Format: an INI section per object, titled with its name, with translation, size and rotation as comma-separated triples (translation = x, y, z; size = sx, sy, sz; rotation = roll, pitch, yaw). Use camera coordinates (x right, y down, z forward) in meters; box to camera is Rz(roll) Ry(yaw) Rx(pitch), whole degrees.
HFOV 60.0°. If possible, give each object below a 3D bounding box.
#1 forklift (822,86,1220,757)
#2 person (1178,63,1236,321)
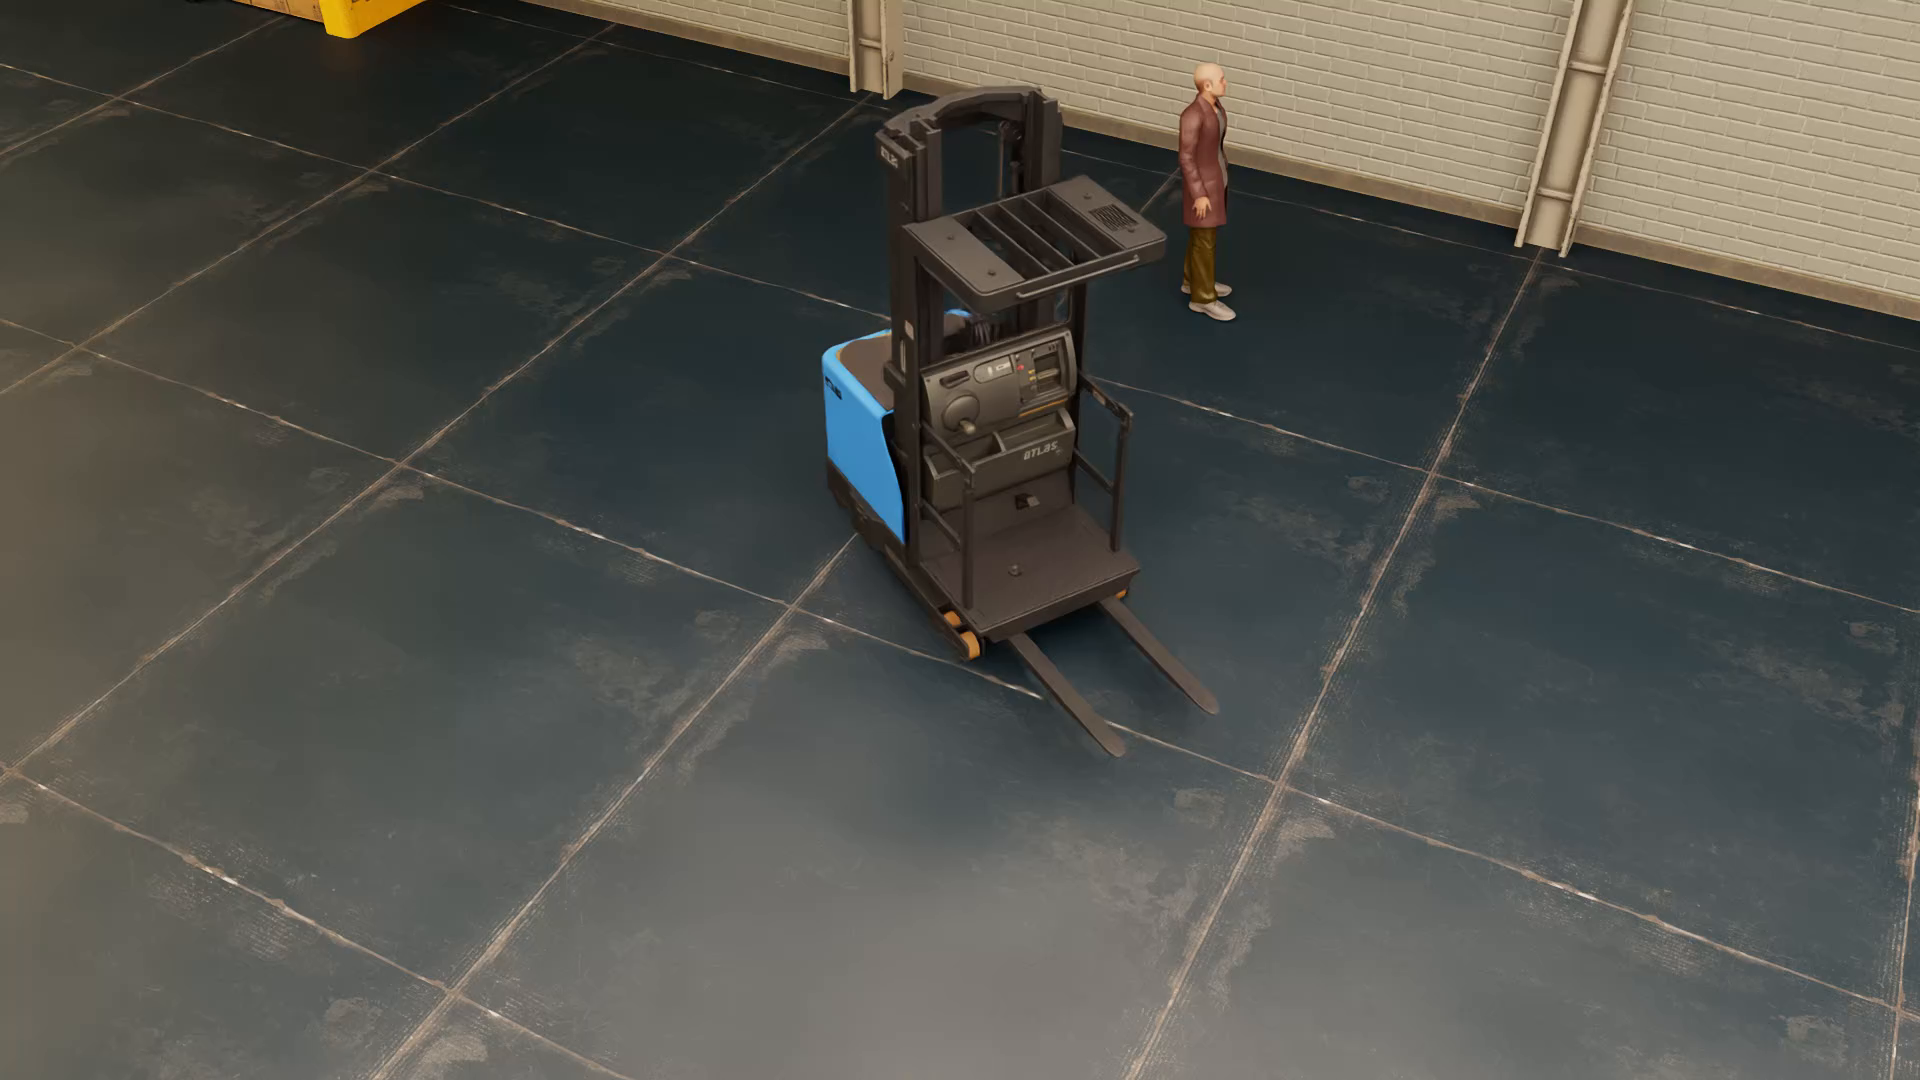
[forklift]
translation = 0.334, -0.779, 8.911
size = 1.130, 2.935, 3.031
rotation = -21, 44, -23
[person]
translation = 1.839, -2.508, 11.849
size = 0.583, 1.777, 0.686
rotation = 15, 42, 17
